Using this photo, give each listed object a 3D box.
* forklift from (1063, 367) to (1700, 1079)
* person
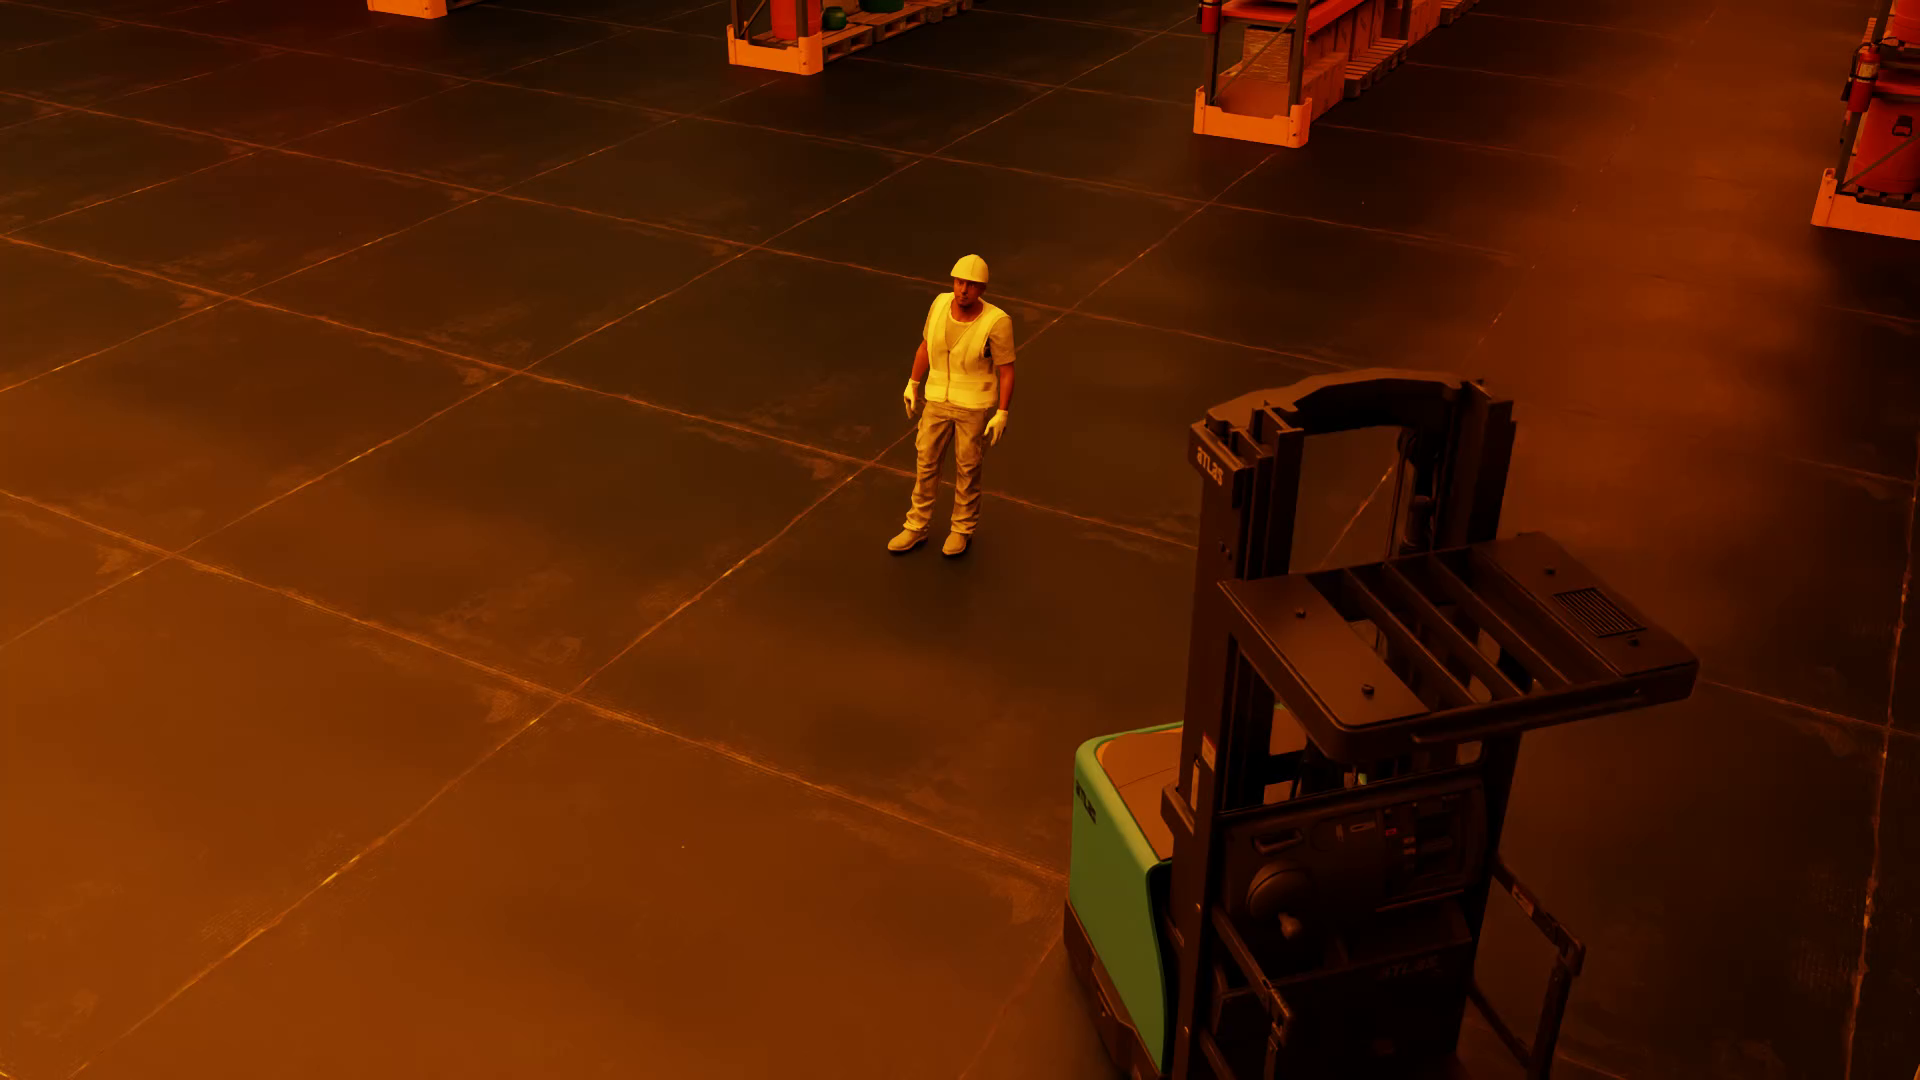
[{"bbox_3d":[1.349,1.077,5.204,1.130,2.935,3.031,-9,31,-15],"label":"forklift"},{"bbox_3d":[-0.042,-0.750,9.503,0.656,1.782,0.577,15,33,25],"label":"person"}]
